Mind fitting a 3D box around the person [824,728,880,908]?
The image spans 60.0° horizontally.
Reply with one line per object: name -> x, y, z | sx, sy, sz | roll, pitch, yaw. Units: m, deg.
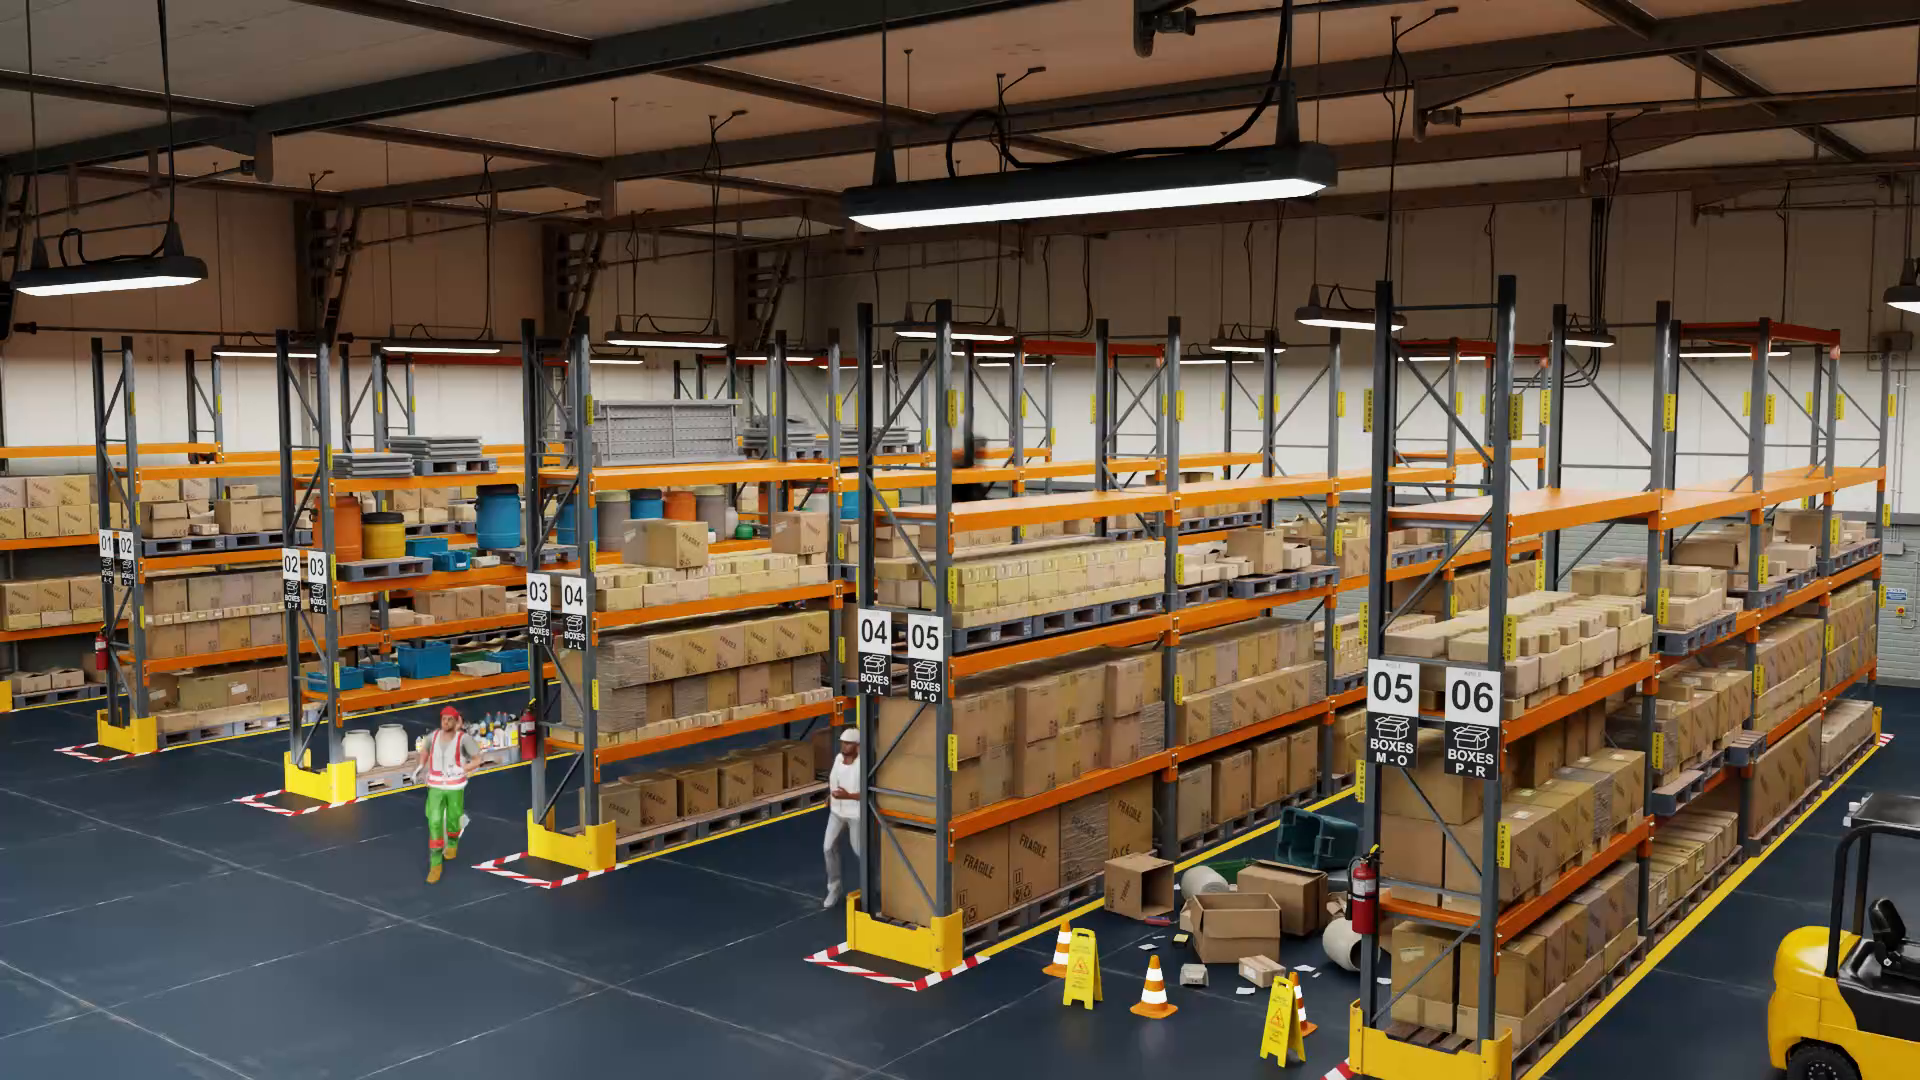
person -> -1.112, 2.818, 16.940 | 0.681, 1.830, 0.753 | 3, 6, 33

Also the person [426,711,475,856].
person -> -5.709, 2.728, 18.813 | 0.615, 1.636, 0.597 | 1, 5, 17

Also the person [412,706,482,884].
person -> -5.554, 2.704, 18.024 | 0.736, 1.816, 0.927 | -1, 5, -8

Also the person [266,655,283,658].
person -> -11.474, 1.855, 28.151 | 0.656, 1.745, 0.615 | 3, 6, 33
